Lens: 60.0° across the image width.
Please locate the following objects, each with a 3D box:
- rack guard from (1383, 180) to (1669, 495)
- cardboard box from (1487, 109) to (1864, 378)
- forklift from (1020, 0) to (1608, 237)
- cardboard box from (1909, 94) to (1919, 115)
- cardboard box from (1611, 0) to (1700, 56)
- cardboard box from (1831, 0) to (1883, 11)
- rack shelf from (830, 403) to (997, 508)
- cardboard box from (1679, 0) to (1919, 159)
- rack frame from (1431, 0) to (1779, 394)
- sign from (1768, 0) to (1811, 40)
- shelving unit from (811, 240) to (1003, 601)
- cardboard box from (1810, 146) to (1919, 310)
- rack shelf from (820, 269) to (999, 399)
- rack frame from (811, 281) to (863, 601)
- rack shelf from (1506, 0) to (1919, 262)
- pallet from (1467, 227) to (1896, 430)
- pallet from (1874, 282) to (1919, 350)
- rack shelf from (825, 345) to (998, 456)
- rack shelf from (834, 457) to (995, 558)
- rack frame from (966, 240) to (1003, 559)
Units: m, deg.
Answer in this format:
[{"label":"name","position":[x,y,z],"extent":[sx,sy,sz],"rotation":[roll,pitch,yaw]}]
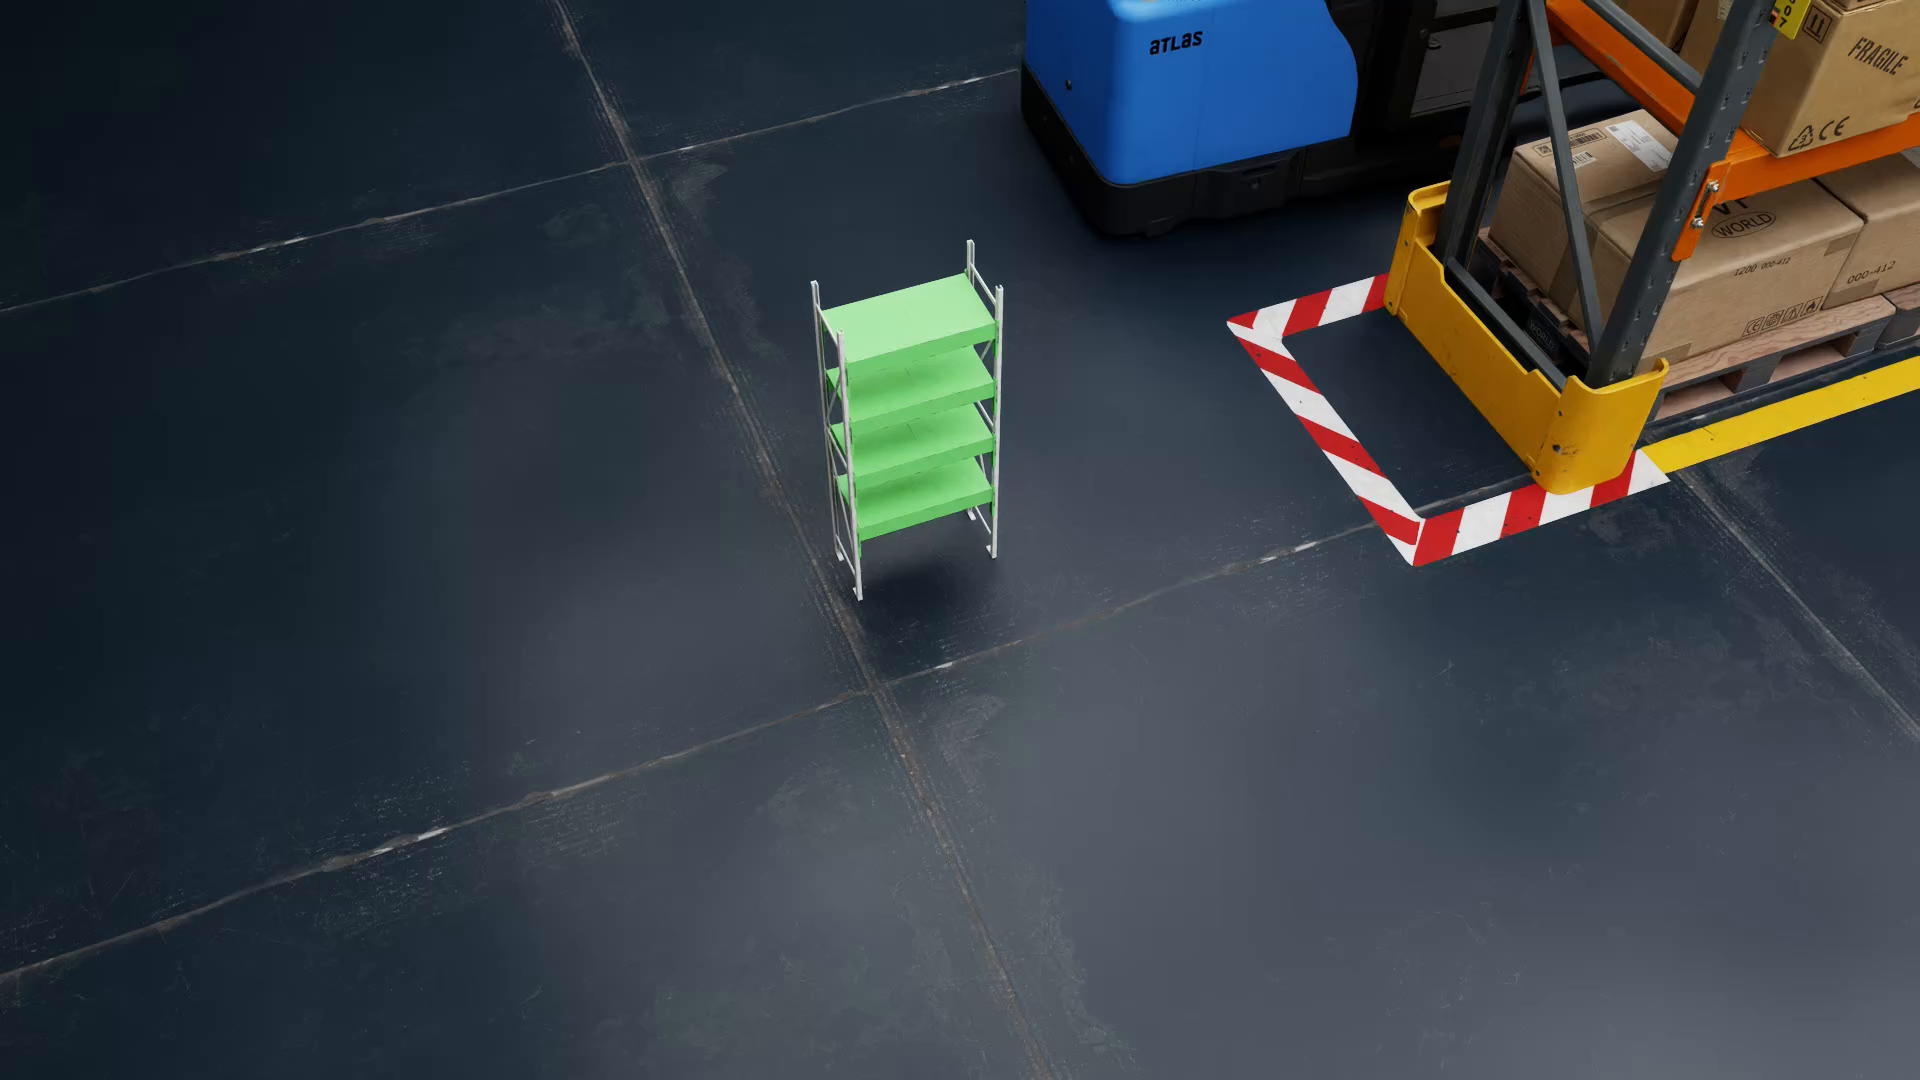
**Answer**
[{"label":"rack guard","position":[2.026,-0.767,6.079],"extent":[0.348,0.500,1.175],"rotation":[-17,52,-14]},{"label":"cardboard box","position":[2.622,-1.150,6.172],"extent":[0.875,0.438,0.875],"rotation":[-19,52,-15]},{"label":"forklift","position":[1.836,-2.872,6.284],"extent":[3.031,2.935,1.130],"rotation":[-15,51,-12]},{"label":"cardboard box","position":[3.059,-1.721,5.185],"extent":[0.500,0.500,0.500],"rotation":[-18,52,-15]},{"label":"cardboard box","position":[2.395,-1.945,5.377],"extent":[0.500,0.500,0.500],"rotation":[-17,51,-14]},{"label":"cardboard box","position":[2.601,-1.884,4.666],"extent":[0.500,0.500,0.500],"rotation":[-18,52,-15]},{"label":"rack shelf","position":[-0.153,-0.302,5.303],"extent":[0.480,0.148,0.258],"rotation":[-17,52,-14]},{"label":"cardboard box","position":[2.602,-1.557,5.044],"extent":[0.500,0.500,0.500],"rotation":[-18,52,-15]},{"label":"rack frame","position":[2.049,-1.588,5.137],"extent":[0.127,3.000,1.000],"rotation":[-17,52,-14]},{"label":"sign","position":[2.253,-1.504,4.442],"extent":[0.005,0.325,0.100],"rotation":[-17,52,-14]},{"label":"shelving unit","position":[-0.153,-0.343,5.254],"extent":[0.503,1.200,0.258],"rotation":[-17,52,-14]},{"label":"cardboard box","position":[3.466,-1.418,6.403],"extent":[0.875,0.438,0.875],"rotation":[-16,51,-13]},{"label":"rack shelf","position":[-0.153,-0.615,4.938],"extent":[0.480,0.148,0.258],"rotation":[-17,52,-14]},{"label":"rack frame","position":[-0.379,-0.273,5.194],"extent":[0.015,1.200,0.240],"rotation":[-17,52,-14]},{"label":"rack shelf","position":[3.900,-1.927,5.902],"extent":[4.000,0.370,1.077],"rotation":[-17,52,-14]},{"label":"pallet","position":[2.759,-0.964,6.439],"extent":[1.213,0.211,1.003],"rotation":[-17,52,-14]},{"label":"pallet","position":[3.887,-1.311,6.737],"extent":[1.213,0.211,1.003],"rotation":[-17,52,-14]},{"label":"rack shelf","position":[-0.153,-0.458,5.120],"extent":[0.480,0.148,0.258],"rotation":[-17,52,-14]},{"label":"rack shelf","position":[-0.153,-0.145,5.485],"extent":[0.480,0.148,0.258],"rotation":[-17,52,-14]},{"label":"rack frame","position":[0.073,-0.413,5.314],"extent":[0.015,1.200,0.240],"rotation":[-17,52,-14]}]
